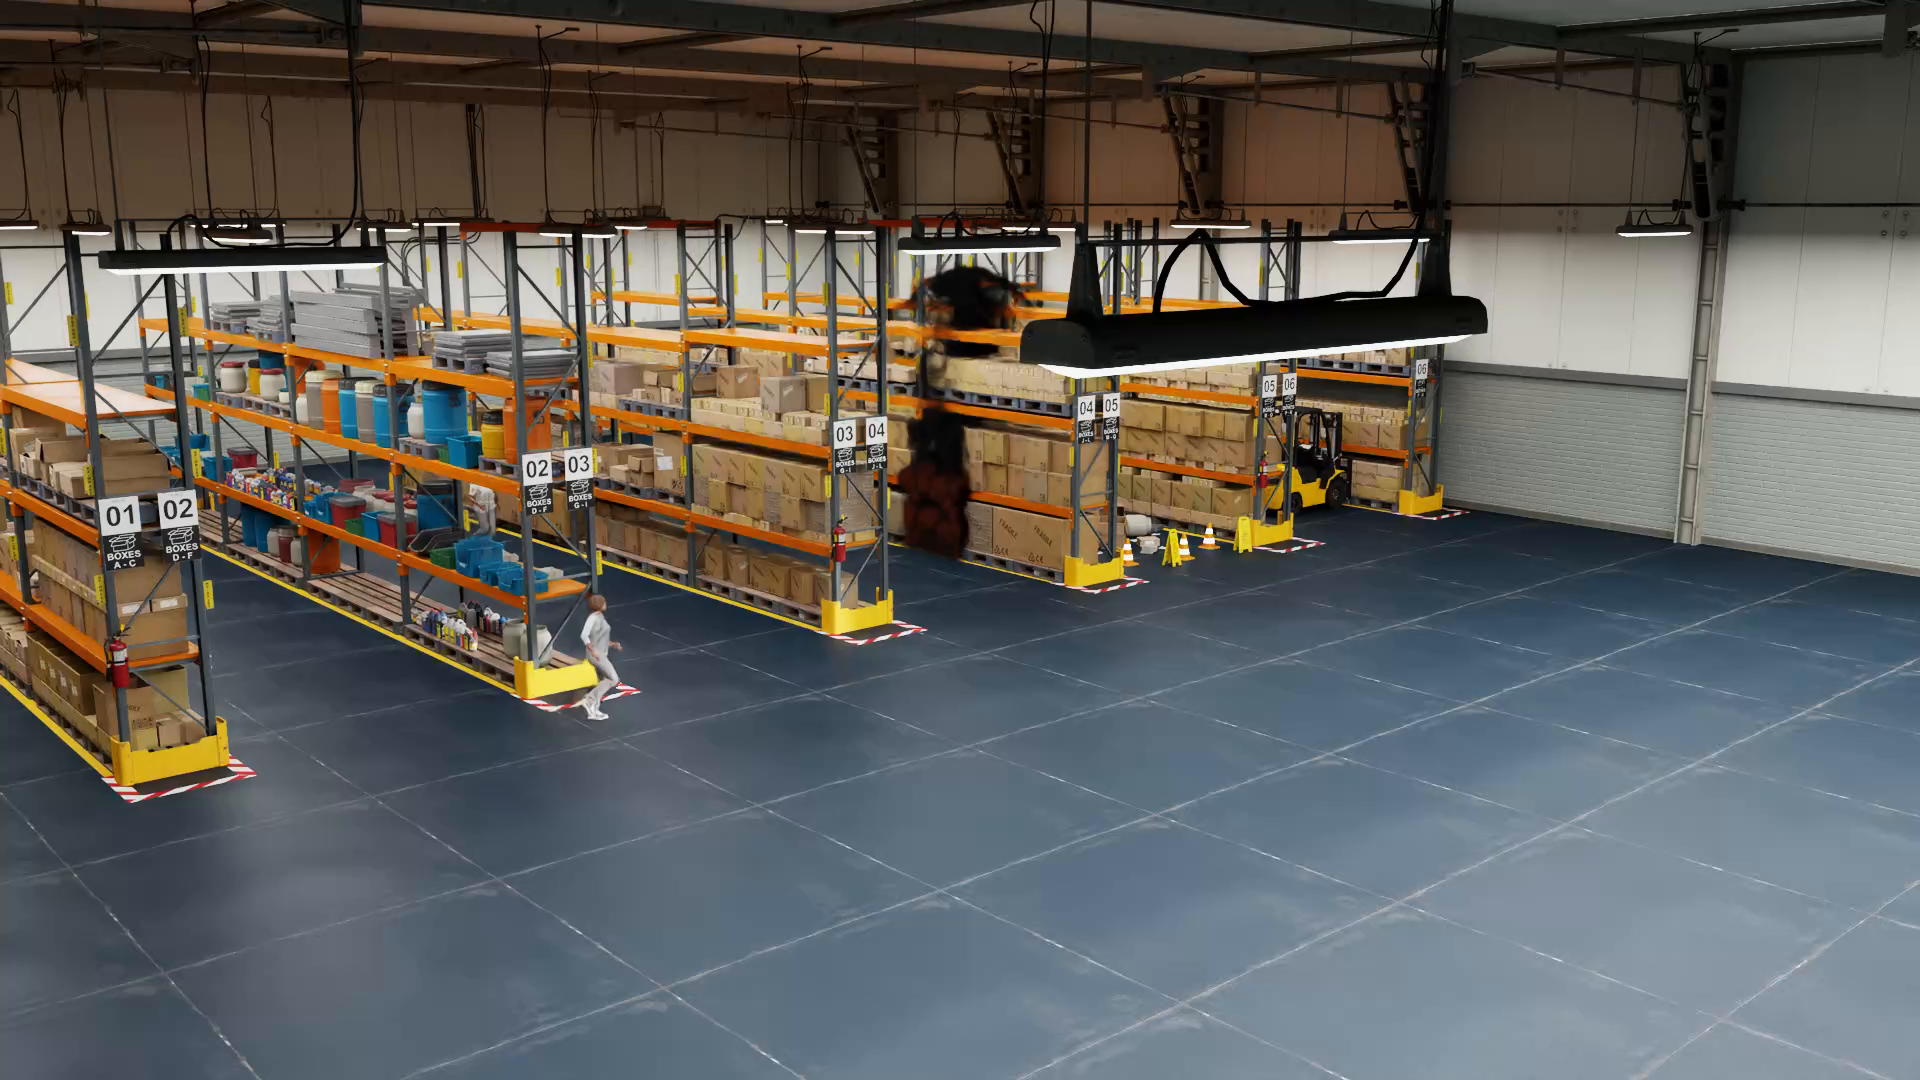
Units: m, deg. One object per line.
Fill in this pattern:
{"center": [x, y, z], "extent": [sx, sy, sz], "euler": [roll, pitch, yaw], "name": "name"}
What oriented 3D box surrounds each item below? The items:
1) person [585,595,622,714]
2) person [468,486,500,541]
{"center": [-4.469, 1.418, 20.773], "extent": [0.482, 1.481, 0.483], "euler": [-2, 12, -9], "name": "person"}
{"center": [-8.722, -0.567, 30.488], "extent": [0.548, 1.655, 0.564], "euler": [9, 15, 39], "name": "person"}
